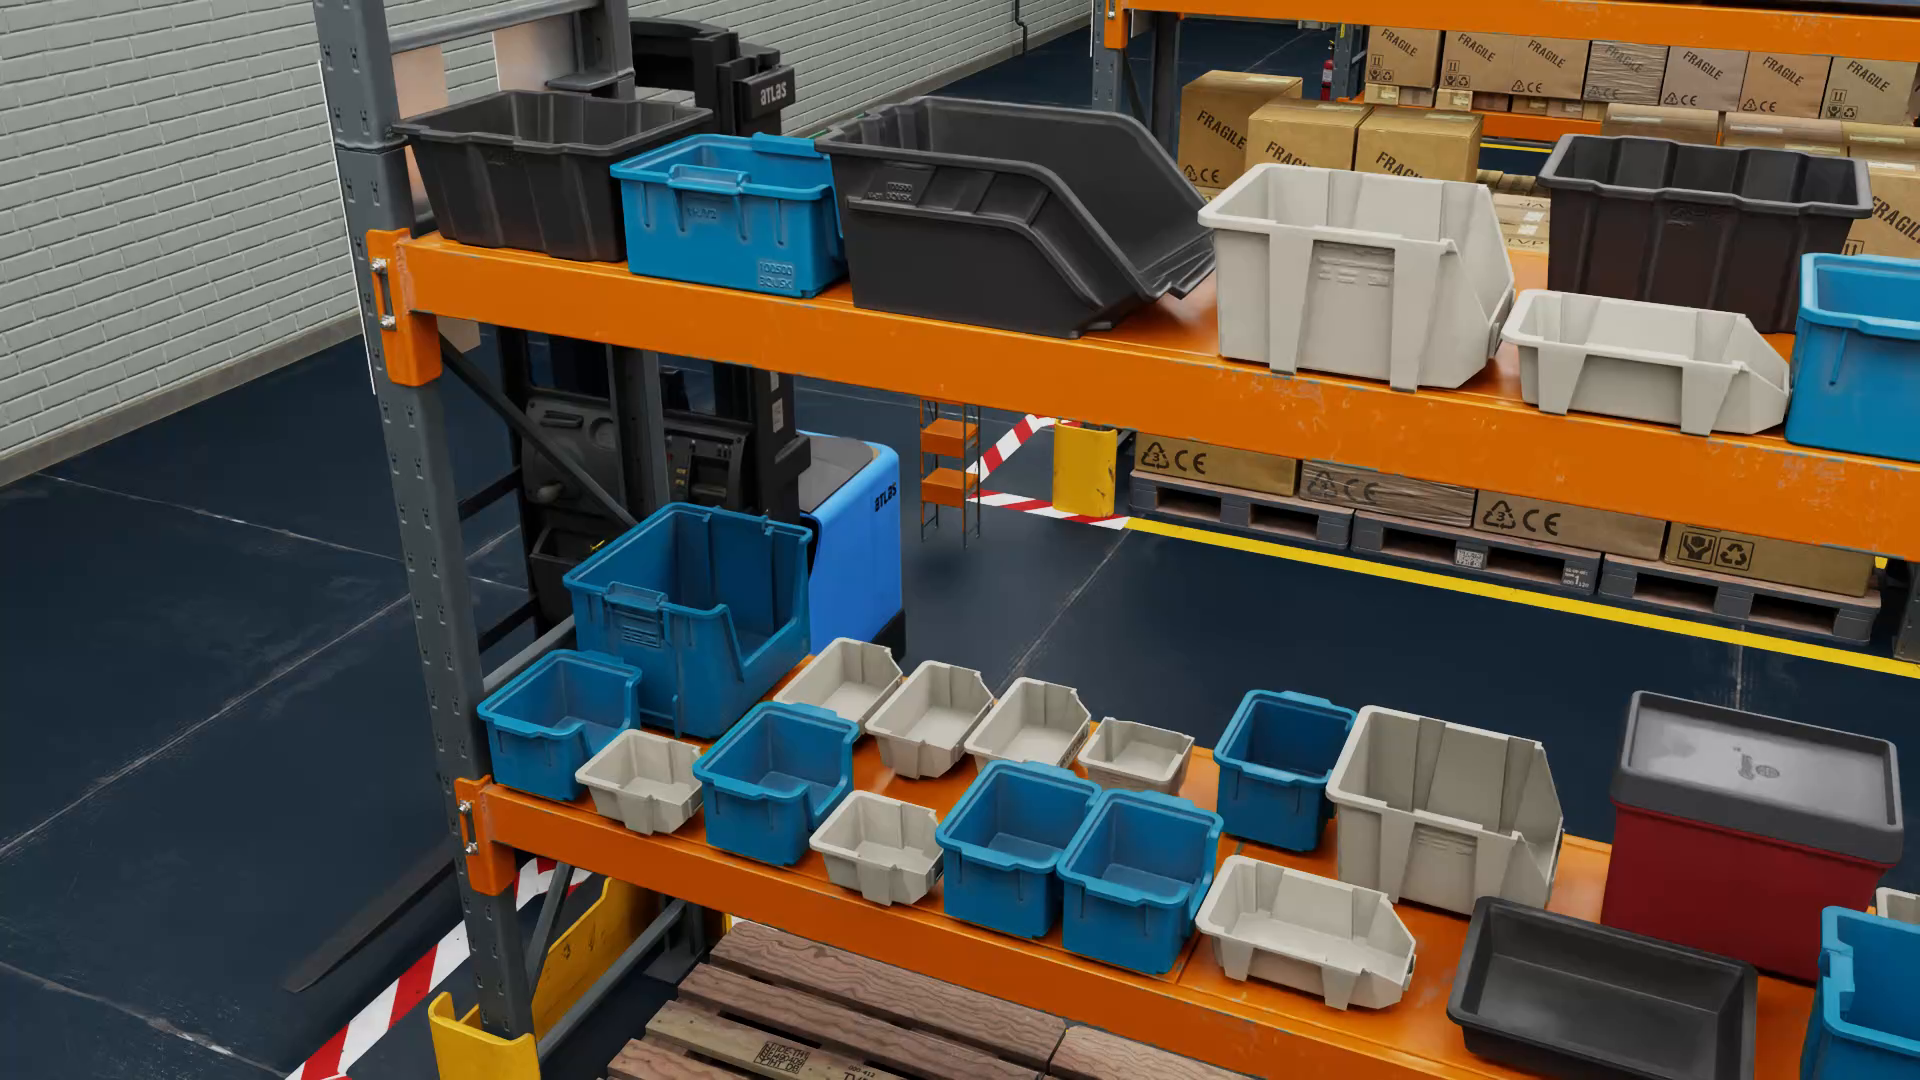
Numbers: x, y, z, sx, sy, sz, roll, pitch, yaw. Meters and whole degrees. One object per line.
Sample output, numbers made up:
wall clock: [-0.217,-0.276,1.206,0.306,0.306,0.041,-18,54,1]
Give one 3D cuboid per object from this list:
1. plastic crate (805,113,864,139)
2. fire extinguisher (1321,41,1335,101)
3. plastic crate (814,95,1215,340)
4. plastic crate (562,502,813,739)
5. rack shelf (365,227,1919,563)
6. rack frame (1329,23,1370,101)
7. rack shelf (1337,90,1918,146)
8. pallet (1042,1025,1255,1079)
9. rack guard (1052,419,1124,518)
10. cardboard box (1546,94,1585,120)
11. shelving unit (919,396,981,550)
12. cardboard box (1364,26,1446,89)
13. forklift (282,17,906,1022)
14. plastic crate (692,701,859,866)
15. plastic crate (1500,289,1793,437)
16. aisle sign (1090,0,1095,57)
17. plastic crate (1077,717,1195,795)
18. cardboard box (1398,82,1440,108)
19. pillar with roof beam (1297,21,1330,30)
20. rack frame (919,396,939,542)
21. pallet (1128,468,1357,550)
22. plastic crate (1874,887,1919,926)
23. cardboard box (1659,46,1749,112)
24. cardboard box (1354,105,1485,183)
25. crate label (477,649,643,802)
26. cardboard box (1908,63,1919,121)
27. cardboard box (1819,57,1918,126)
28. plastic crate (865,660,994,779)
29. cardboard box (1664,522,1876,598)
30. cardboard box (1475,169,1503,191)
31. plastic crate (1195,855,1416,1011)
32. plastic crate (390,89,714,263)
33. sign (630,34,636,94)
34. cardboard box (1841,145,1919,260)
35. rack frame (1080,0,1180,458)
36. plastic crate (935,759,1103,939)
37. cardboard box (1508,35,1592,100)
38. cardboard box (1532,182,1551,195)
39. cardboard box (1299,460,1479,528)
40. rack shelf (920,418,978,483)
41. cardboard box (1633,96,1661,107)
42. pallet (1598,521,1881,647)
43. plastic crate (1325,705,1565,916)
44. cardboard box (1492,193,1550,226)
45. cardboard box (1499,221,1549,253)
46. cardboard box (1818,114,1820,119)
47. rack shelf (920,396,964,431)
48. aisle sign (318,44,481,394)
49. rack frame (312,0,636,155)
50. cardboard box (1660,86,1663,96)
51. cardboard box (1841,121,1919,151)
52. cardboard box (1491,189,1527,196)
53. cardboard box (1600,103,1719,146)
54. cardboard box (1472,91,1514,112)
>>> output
plastic crate: [-0.129,-0.909,4.045,0.336,0.188,0.450,11,28,22]
fire extinguisher: [3.012,-3.721,13.422,0.183,0.674,0.296,11,28,22]
plastic crate: [0.132,-0.652,3.353,0.767,0.338,0.504,11,28,22]
plastic crate: [-0.763,0.219,4.801,0.499,0.435,0.616,11,28,22]
rack shelf: [0.676,-0.382,3.548,4.000,0.370,1.077,11,28,22]
rack frame: [3.051,-3.692,12.852,0.127,3.000,1.000,11,28,22]
rack shelf: [4.871,-3.003,12.269,4.000,0.370,1.077,11,28,22]
pallet: [0.696,1.917,4.618,1.213,0.211,1.003,11,28,22]
rack guard: [0.884,-0.599,9.400,0.348,0.500,1.175,11,28,22]
cardboard box: [4.424,-3.179,12.096,0.250,0.149,0.380,11,28,21]
shelving unit: [-0.049,-0.481,8.538,0.252,1.050,0.215,11,28,22]
cardboard box: [3.345,-3.677,12.372,0.500,0.500,0.500,13,29,24]
forklift: [-1.282,-0.238,5.916,1.130,2.935,3.031,10,28,20]
plastic crate: [-0.457,0.622,4.213,0.300,0.233,0.416,11,28,22]
plastic crate: [1.181,-0.300,2.866,0.466,0.136,0.293,11,28,22]
aisle sign: [0.716,-2.775,8.047,0.004,0.787,0.394,11,28,22]
plastic crate: [0.471,0.590,4.386,0.250,0.136,0.298,11,28,22]
cardboard box: [3.459,-3.358,12.459,0.250,0.149,0.380,12,29,24]
pillar with roof beam: [3.196,-9.513,17.884,0.400,9.000,9.100,11,28,22]
rack frame: [-0.160,-0.503,8.583,0.008,1.050,0.200,11,28,22]
pallet: [1.666,-0.350,9.222,1.213,0.211,1.003,11,28,22]
plastic crate: [2.132,0.956,3.643,0.243,0.136,0.396,11,28,22]
cardboard box: [5.210,-3.300,11.608,0.500,0.500,0.500,11,28,22]
cardboard box: [2.160,-1.738,7.869,0.500,0.500,0.500,11,28,20]
crate label: [-1.056,0.501,4.457,0.303,0.233,0.416,11,28,22]
cardboard box: [9.246,-4.123,15.659,0.875,0.875,0.875,12,29,23]
cardboard box: [6.135,-3.114,11.228,0.500,0.500,0.500,11,28,22]
plastic crate: [-0.070,0.502,4.565,0.243,0.136,0.396,11,28,22]
cardboard box: [3.979,-0.373,8.041,0.875,0.875,0.875,11,28,22]
cardboard box: [4.131,-2.808,13.136,0.250,0.149,0.380,11,28,21]
plastic crate: [0.787,0.901,3.755,0.466,0.136,0.293,11,28,22]
plastic crate: [-0.910,-0.829,3.790,0.590,0.269,0.497,11,28,22]
sign: [-0.932,-1.247,4.610,0.005,0.325,0.100,11,28,22]
cardboard box: [4.018,-1.364,7.108,0.500,0.500,0.500,12,29,23]
rack frame: [0.905,-1.716,8.839,0.127,3.000,1.000,11,28,22]
plastic crate: [0.142,0.742,3.968,0.300,0.233,0.416,11,28,22]
cardboard box: [4.283,-3.495,12.002,0.500,0.500,0.500,12,29,22]
cardboard box: [4.608,-2.708,12.933,0.250,0.149,0.380,12,29,24]
cardboard box: [2.350,-0.700,8.705,0.875,0.875,0.875,11,28,22]
rack shelf: [-0.049,-0.471,8.543,0.240,0.259,0.215,11,28,22]
cardboard box: [4.882,-3.063,11.859,0.250,0.149,0.380,12,29,23]
pallet: [3.887,0.096,8.316,1.213,0.211,1.003,11,28,22]
plastic crate: [1.183,0.680,4.039,0.530,0.282,0.437,11,28,22]
cardboard box: [2.857,-1.521,8.276,0.500,0.250,0.500,11,28,22]
cardboard box: [2.640,-1.307,7.841,0.500,0.250,0.500,11,28,21]
cardboard box: [5.837,-2.882,11.492,0.250,0.149,0.380,13,29,24]
rack shelf: [-0.049,-0.726,8.417,0.240,0.259,0.215,11,28,22]
aisle sign: [-1.333,-0.784,4.004,0.004,0.787,0.394,11,28,22]
rack frame: [-1.145,-2.416,3.469,0.127,3.000,1.000,11,28,22]
cardboard box: [5.087,-3.283,12.306,0.250,0.149,0.380,12,29,24]
cardboard box: [4.217,-1.577,7.542,0.500,0.500,0.500,11,28,22]
cardboard box: [4.124,-2.524,12.559,0.250,0.149,0.380,10,28,19]
cardboard box: [3.296,-1.764,7.921,0.500,0.500,0.500,10,28,20]
cardboard box: [3.974,-3.295,12.331,0.250,0.149,0.380,13,29,24]
